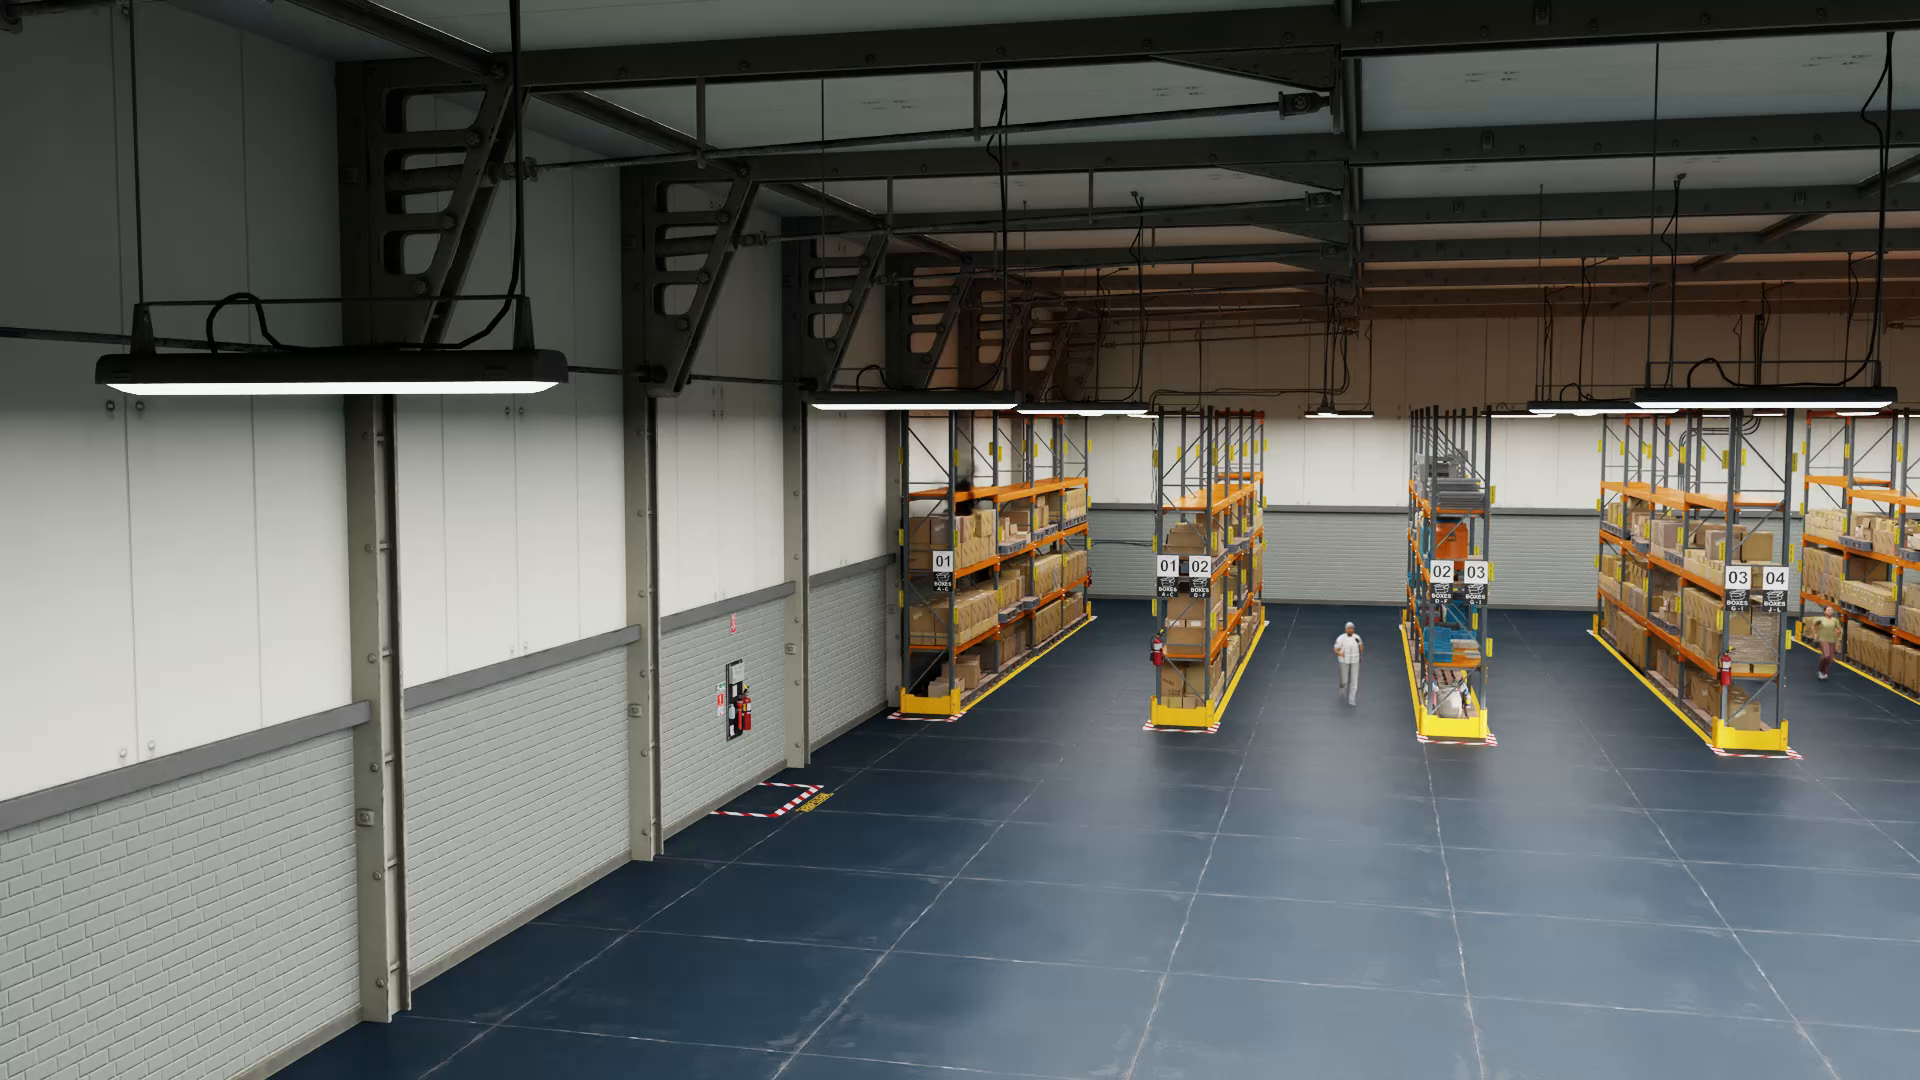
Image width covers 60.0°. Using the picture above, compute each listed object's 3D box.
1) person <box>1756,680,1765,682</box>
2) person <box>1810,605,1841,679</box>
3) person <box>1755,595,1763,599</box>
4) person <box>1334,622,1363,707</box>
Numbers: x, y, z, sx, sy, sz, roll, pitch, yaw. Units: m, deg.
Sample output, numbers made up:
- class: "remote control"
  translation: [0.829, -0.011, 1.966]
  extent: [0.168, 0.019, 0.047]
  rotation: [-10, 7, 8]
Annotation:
- class: "person"
  translation: [17.574, 2.226, 36.555]
  extent: [0.714, 1.745, 0.907]
  rotation: [1, 4, 11]
- class: "person"
  translation: [19.110, 2.268, 36.637]
  extent: [0.550, 1.614, 0.634]
  rotation: [0, 4, 7]
- class: "person"
  translation: [20.135, 1.870, 41.750]
  extent: [0.696, 1.736, 0.600]
  rotation: [1, 4, 19]
- class: "person"
  translation: [7.877, 2.495, 33.662]
  extent: [0.607, 1.649, 0.849]
  rotation: [0, 4, 3]
